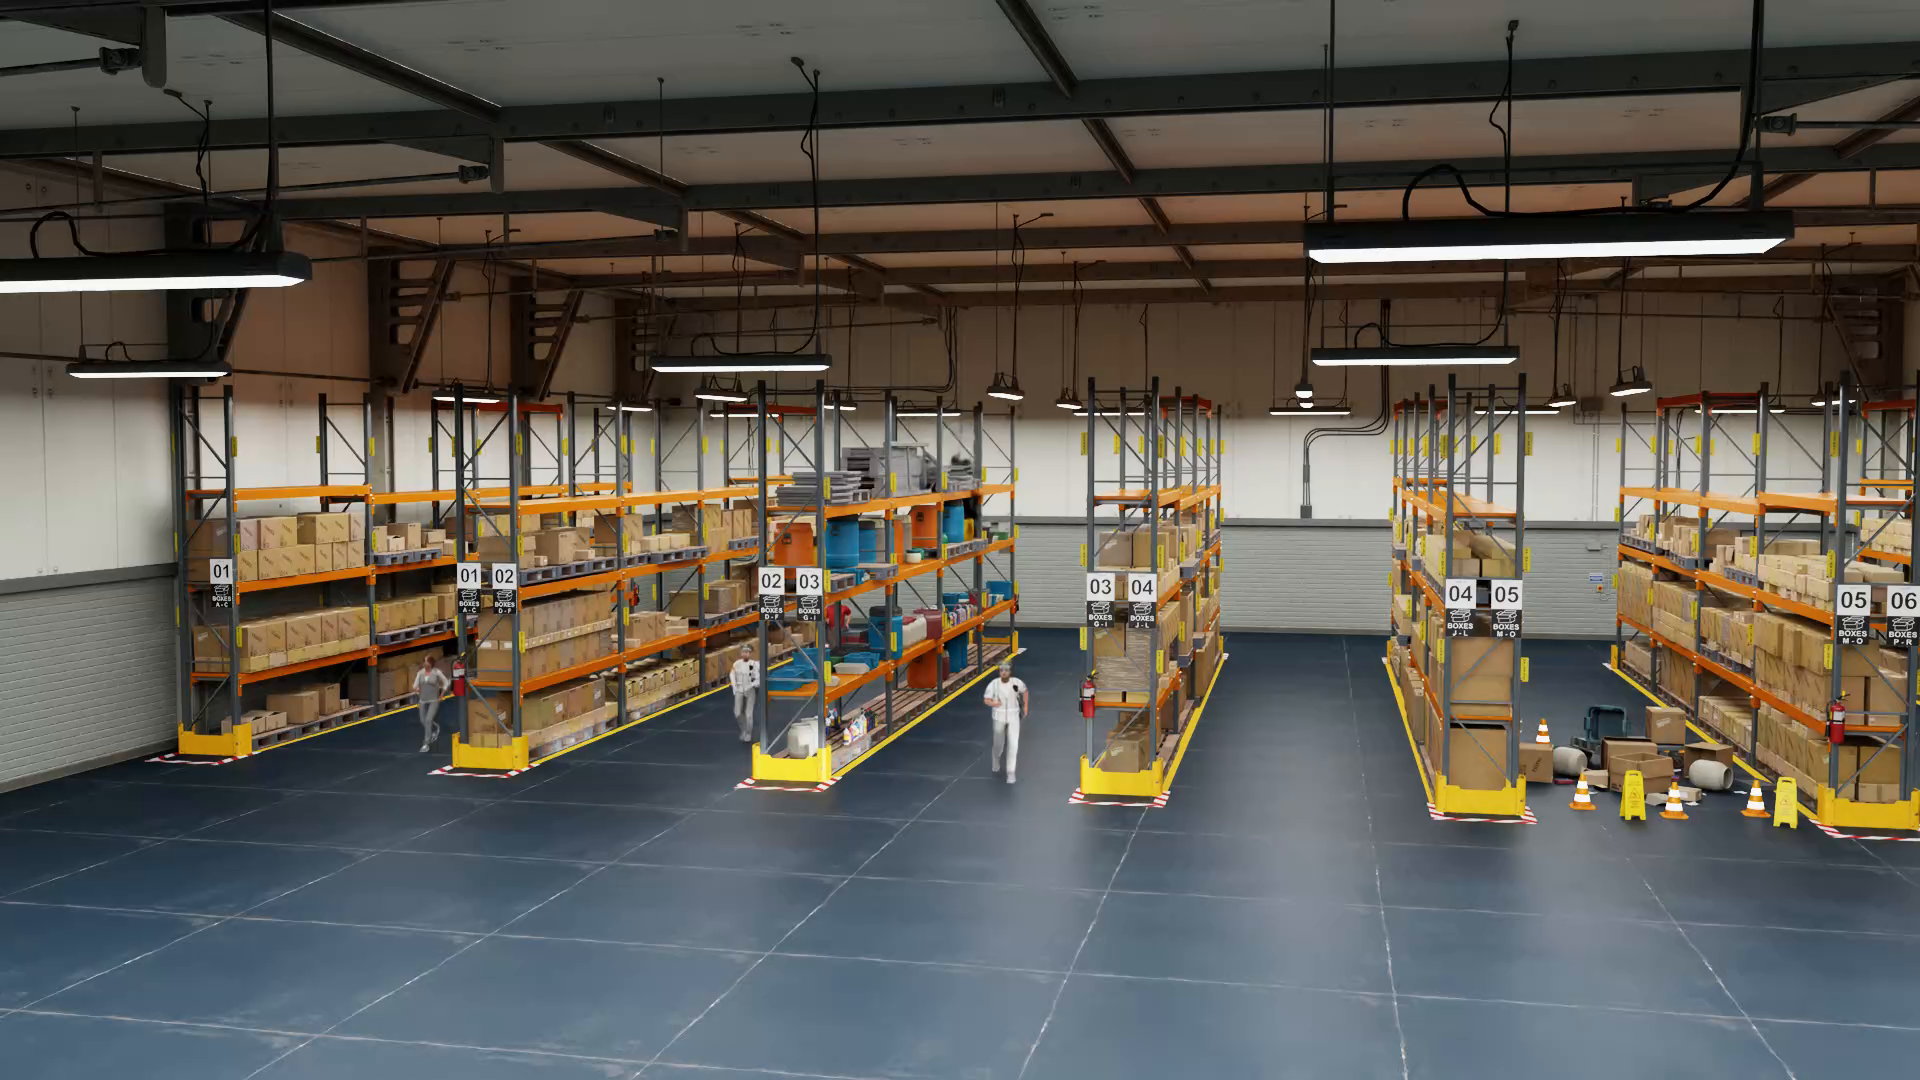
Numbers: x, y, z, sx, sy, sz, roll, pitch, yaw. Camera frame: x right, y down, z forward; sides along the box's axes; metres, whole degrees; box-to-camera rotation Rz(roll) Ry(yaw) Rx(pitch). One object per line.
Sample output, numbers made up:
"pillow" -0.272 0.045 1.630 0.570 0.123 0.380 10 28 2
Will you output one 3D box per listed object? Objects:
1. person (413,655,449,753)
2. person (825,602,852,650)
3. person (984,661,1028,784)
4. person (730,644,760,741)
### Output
"person" -8.730 2.671 27.414 0.557 1.573 0.767 0 3 5
"person" -2.745 2.076 36.823 0.660 1.750 0.969 0 3 4
"person" 0.697 2.712 25.123 0.671 1.821 0.964 0 3 1
"person" -3.652 2.590 28.216 0.596 1.676 0.467 0 3 7
